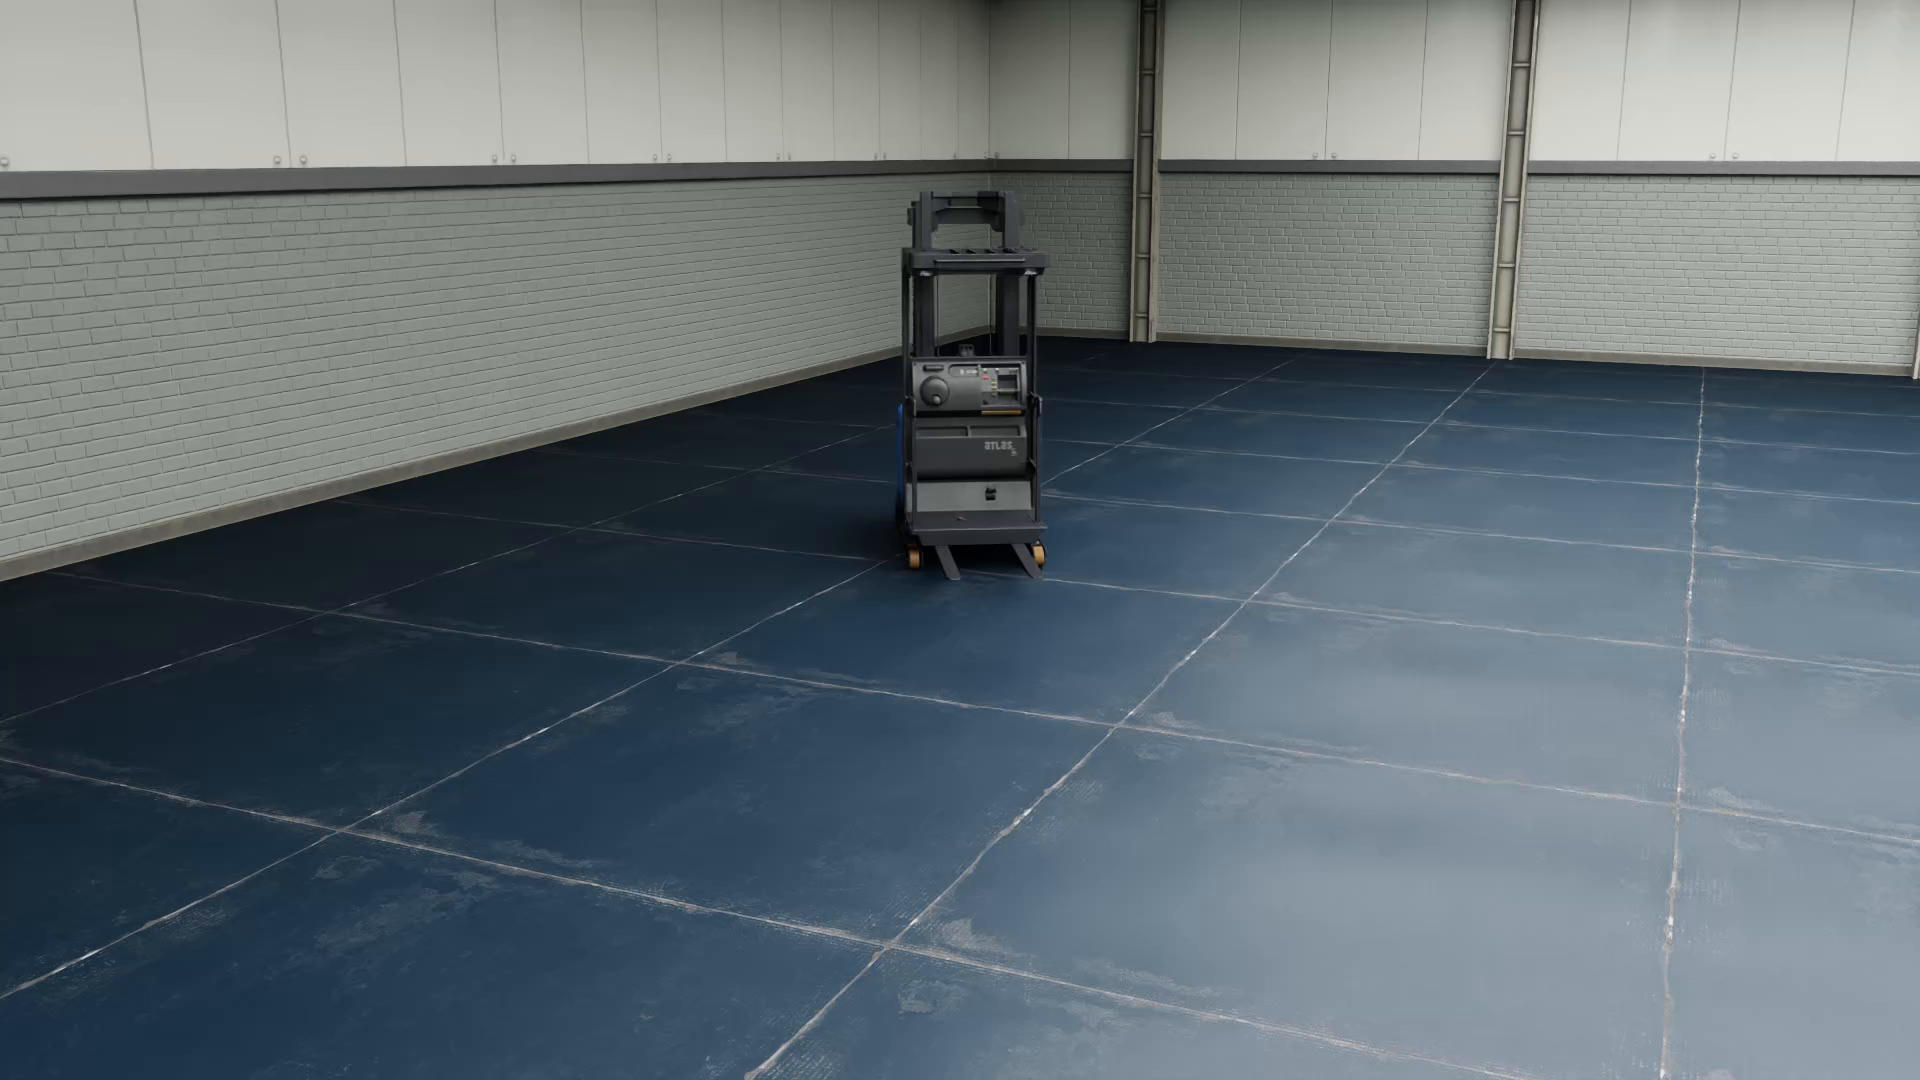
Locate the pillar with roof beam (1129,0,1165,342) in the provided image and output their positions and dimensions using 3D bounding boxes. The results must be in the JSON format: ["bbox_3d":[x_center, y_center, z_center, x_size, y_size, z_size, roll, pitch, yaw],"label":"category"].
[{"bbox_3d":[1.456,-6.964,24.235,0.400,9.000,9.100,6,14,23],"label":"pillar with roof beam"}]

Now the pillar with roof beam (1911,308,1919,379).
[{"bbox_3d":[12.427,-5.854,19.503,0.400,9.000,9.100,6,14,23],"label":"pillar with roof beam"}]

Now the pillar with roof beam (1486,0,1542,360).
[{"bbox_3d":[6.942,-6.409,21.869,0.400,9.000,9.100,6,14,23],"label":"pillar with roof beam"}]

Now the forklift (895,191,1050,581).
[{"bbox_3d":[0.101,-1.272,13.261,1.130,2.935,3.031,-1,13,-6],"label":"forklift"}]
